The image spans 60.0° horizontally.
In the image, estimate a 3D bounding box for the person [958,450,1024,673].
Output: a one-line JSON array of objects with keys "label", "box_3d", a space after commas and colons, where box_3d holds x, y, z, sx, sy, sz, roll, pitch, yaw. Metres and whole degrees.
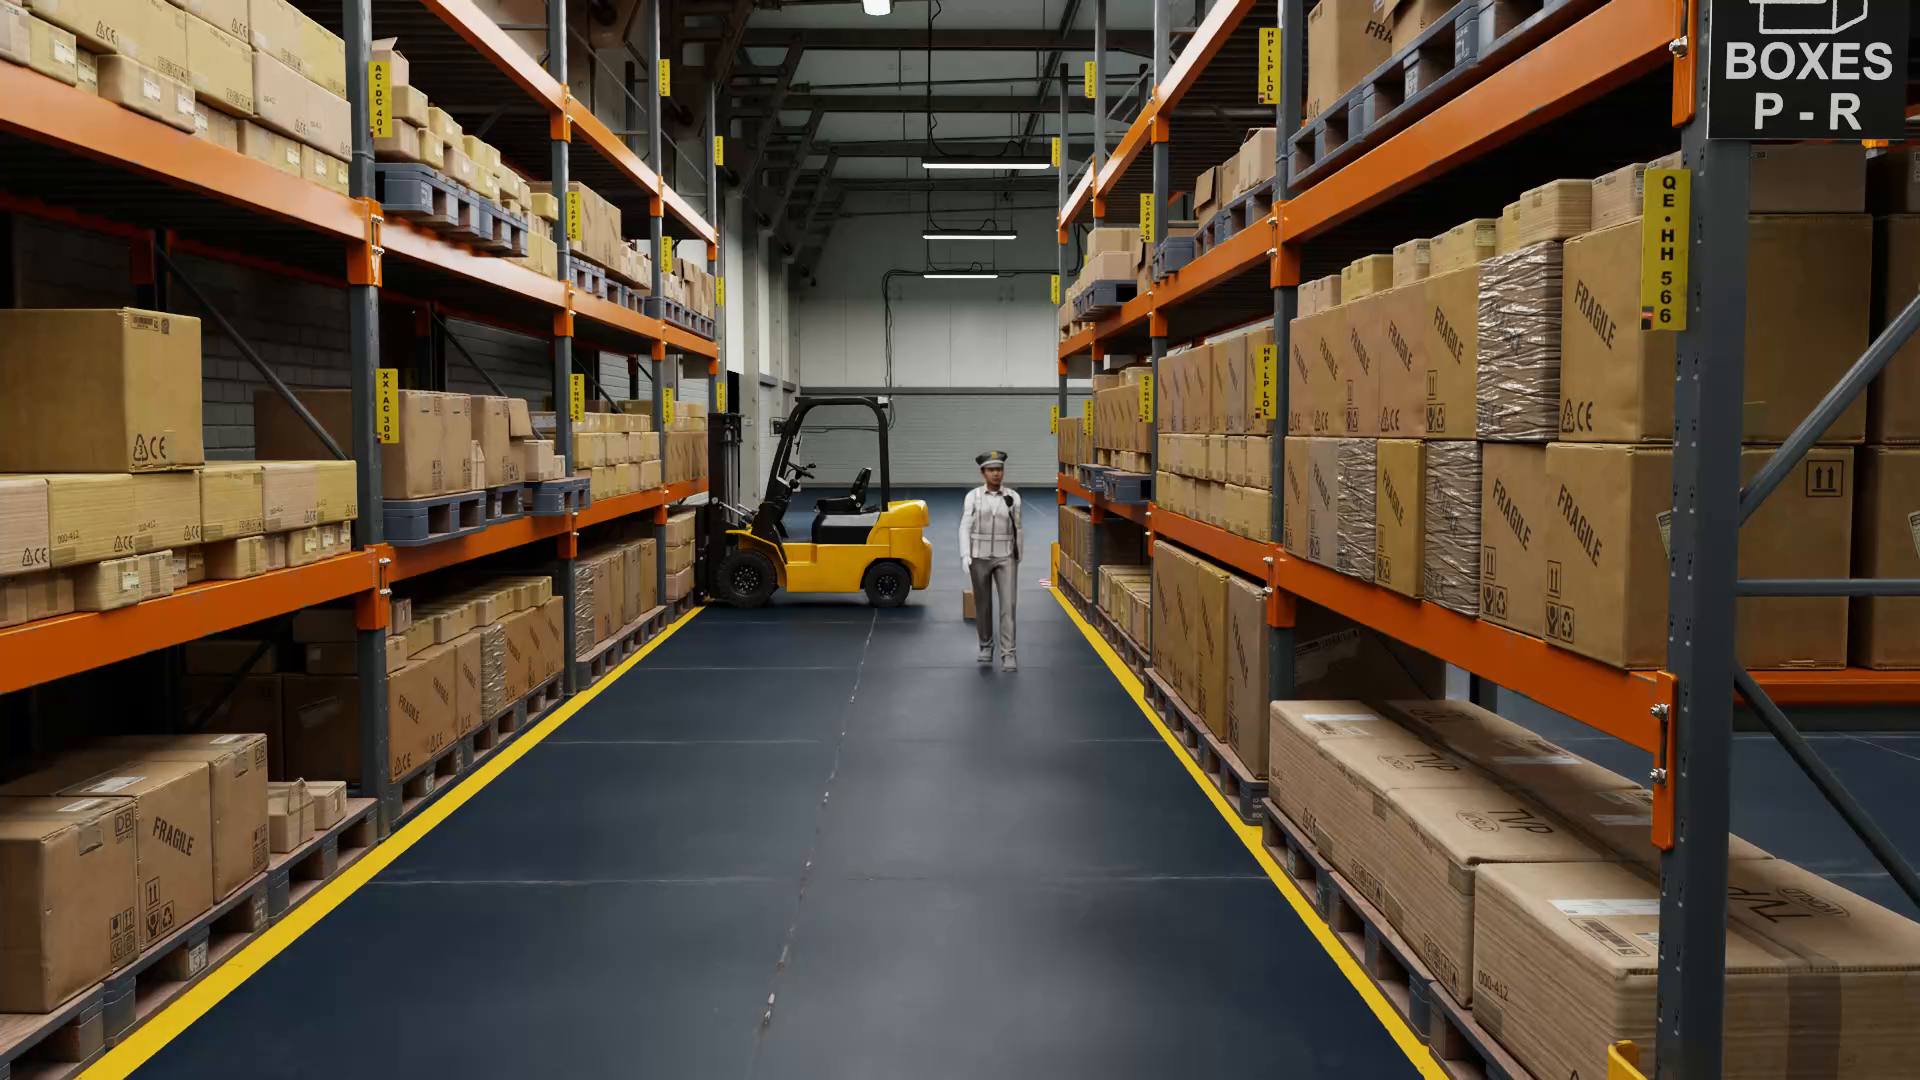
[{"label": "person", "box_3d": [0.238, 0.145, 12.485, 0.499, 1.636, 0.954, 0, 4, 0]}]
